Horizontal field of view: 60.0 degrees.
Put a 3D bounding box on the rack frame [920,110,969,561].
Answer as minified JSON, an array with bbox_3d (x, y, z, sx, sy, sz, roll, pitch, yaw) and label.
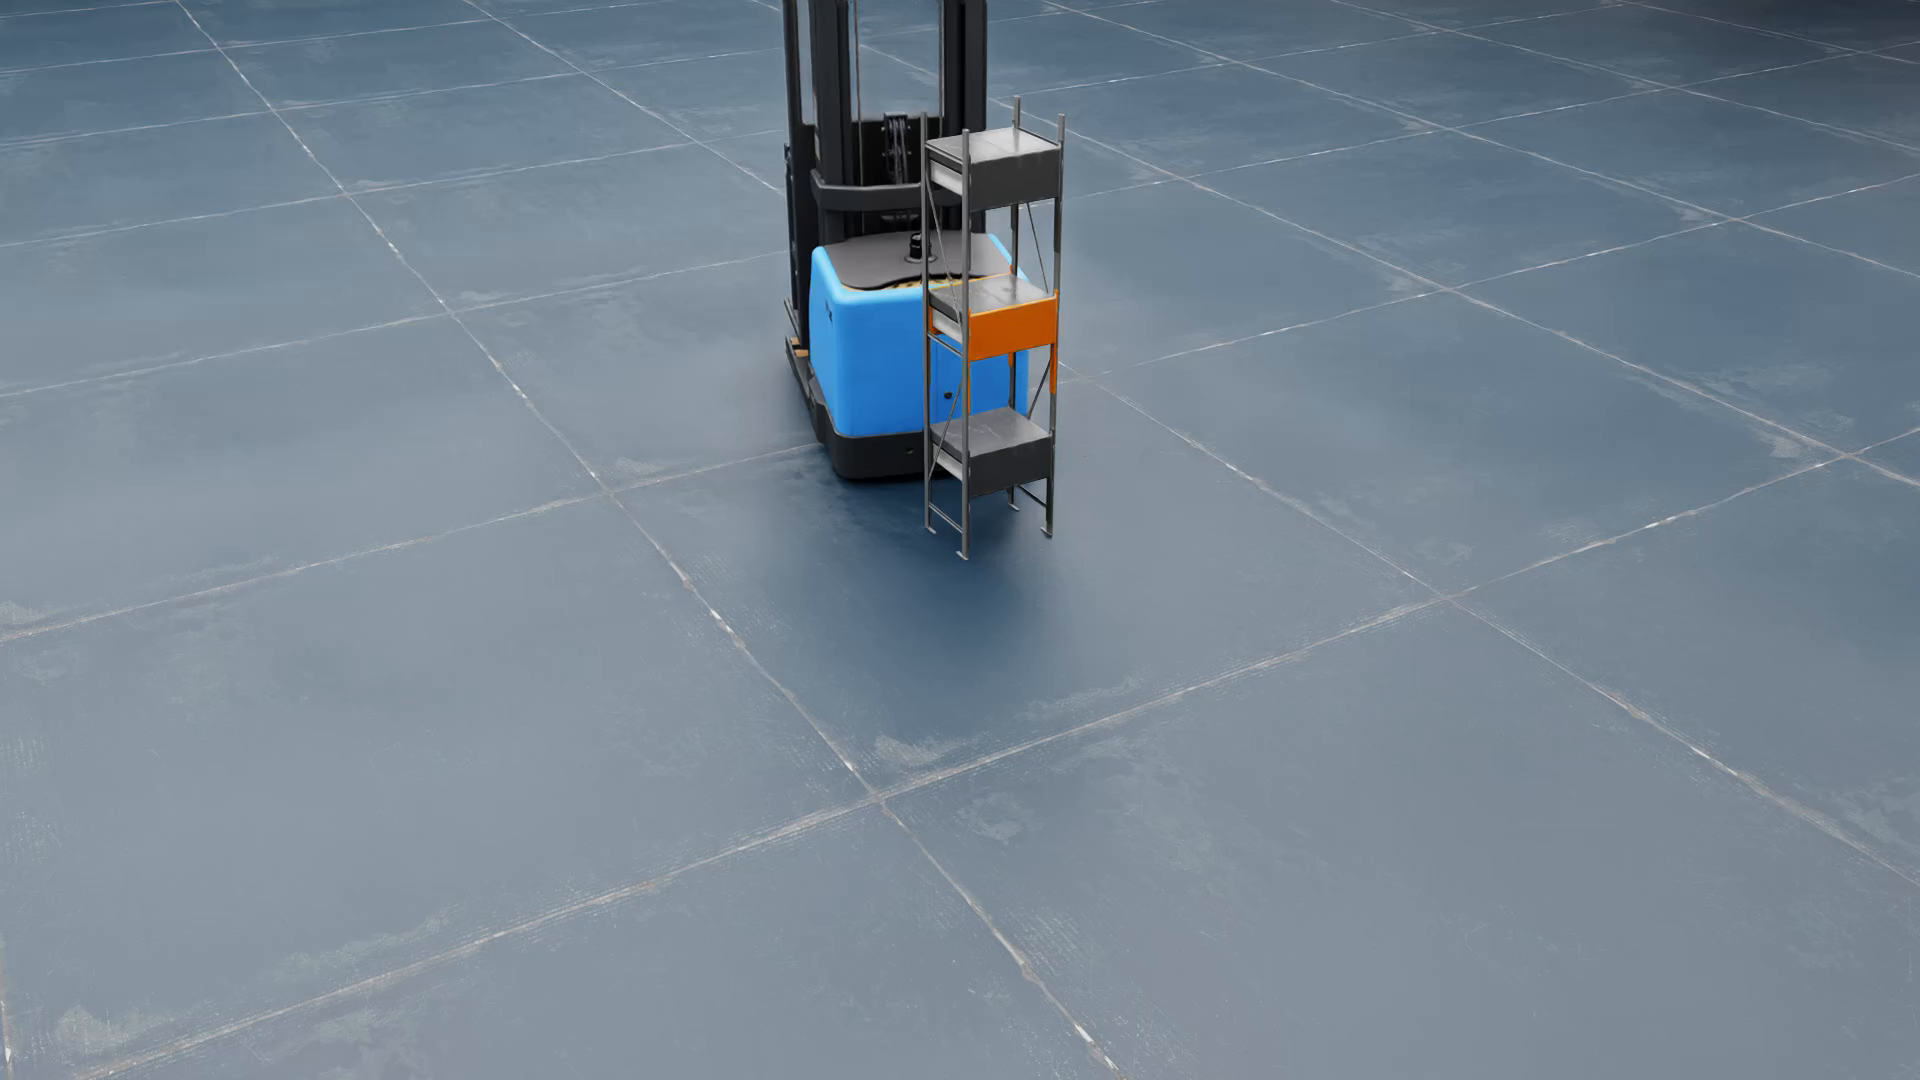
[{"bbox_3d":[-0.068,-0.900,7.708,0.015,2.100,0.400,-16,33,-26],"label":"rack frame"}]

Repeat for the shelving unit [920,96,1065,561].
[{"bbox_3d":[0.143,-0.960,7.816,0.503,2.100,0.431,-16,33,-26],"label":"shelving unit"}]

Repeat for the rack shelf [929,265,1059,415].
[{"bbox_3d":[0.143,-0.948,7.823,0.480,0.518,0.431,-16,33,-26],"label":"rack shelf"}]

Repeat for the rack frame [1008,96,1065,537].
[{"bbox_3d":[0.353,-1.020,7.924,0.015,2.100,0.400,-16,33,-26],"label":"rack frame"}]

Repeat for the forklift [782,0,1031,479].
[{"bbox_3d":[-0.449,-2.298,9.380,1.130,2.935,3.031,-6,30,-11],"label":"forklift"}]

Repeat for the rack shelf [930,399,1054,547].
[{"bbox_3d":[0.143,-0.335,8.161,0.480,0.518,0.431,-16,33,-26],"label":"rack shelf"}]

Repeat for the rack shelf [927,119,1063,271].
[{"bbox_3d":[0.143,-1.561,7.484,0.480,0.518,0.431,-16,33,-26],"label":"rack shelf"}]
